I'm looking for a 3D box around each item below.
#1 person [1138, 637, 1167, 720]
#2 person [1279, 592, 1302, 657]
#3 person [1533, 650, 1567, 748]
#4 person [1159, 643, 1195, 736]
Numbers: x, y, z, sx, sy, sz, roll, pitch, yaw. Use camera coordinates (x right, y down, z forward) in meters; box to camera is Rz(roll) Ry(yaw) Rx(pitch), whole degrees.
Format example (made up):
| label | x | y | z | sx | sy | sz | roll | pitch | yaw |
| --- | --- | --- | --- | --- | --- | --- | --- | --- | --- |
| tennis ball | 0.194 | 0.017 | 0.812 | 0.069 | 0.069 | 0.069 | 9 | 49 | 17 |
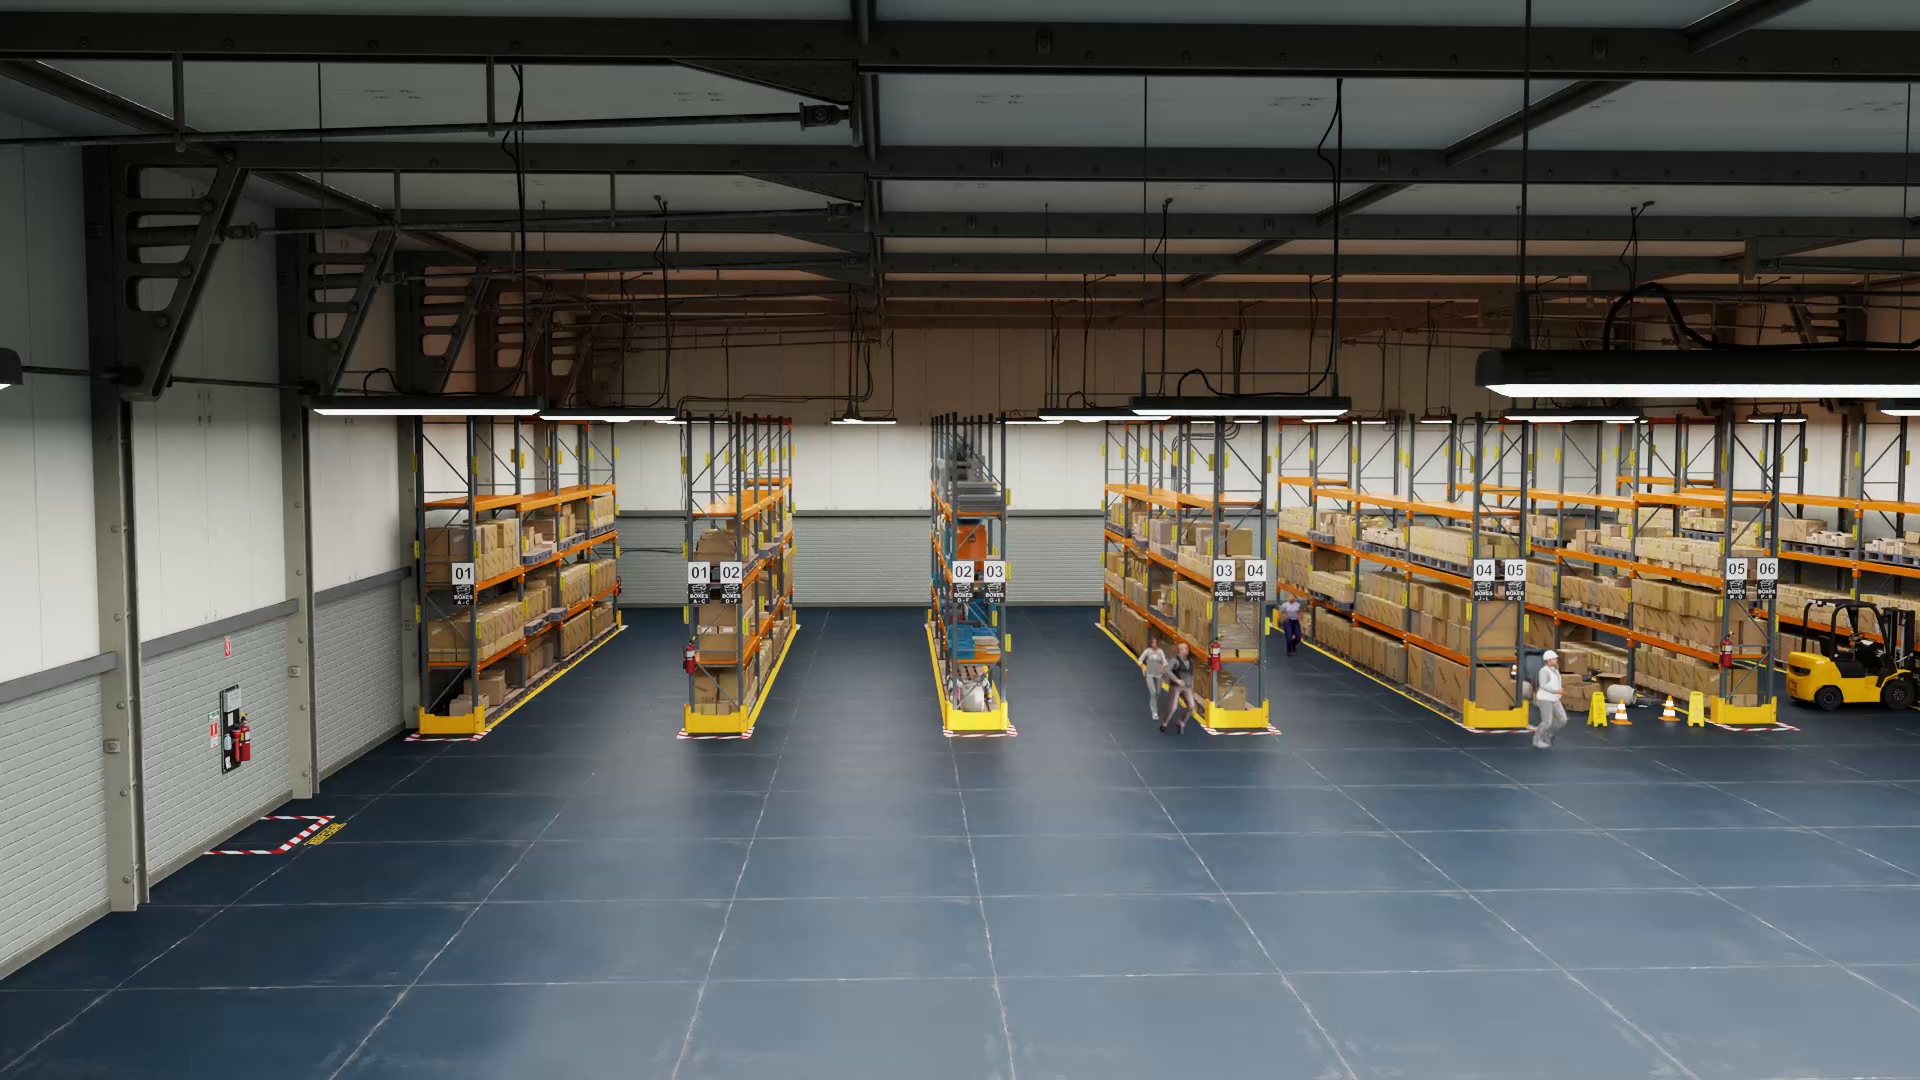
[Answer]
| label | x | y | z | sx | sy | sz | roll | pitch | yaw |
| --- | --- | --- | --- | --- | --- | --- | --- | --- | --- |
| person | 3.799 | 2.703 | 32.751 | 0.553 | 1.580 | 0.767 | -1 | 4 | -8 |
| person | 8.257 | 2.112 | 41.408 | 0.602 | 1.586 | 0.568 | 0 | 4 | -3 |
| person | 10.524 | 2.841 | 29.558 | 0.676 | 1.767 | 0.652 | -4 | 5 | -42 |
| person | 4.129 | 2.781 | 30.981 | 0.712 | 1.720 | 0.669 | -2 | 4 | -28 |
